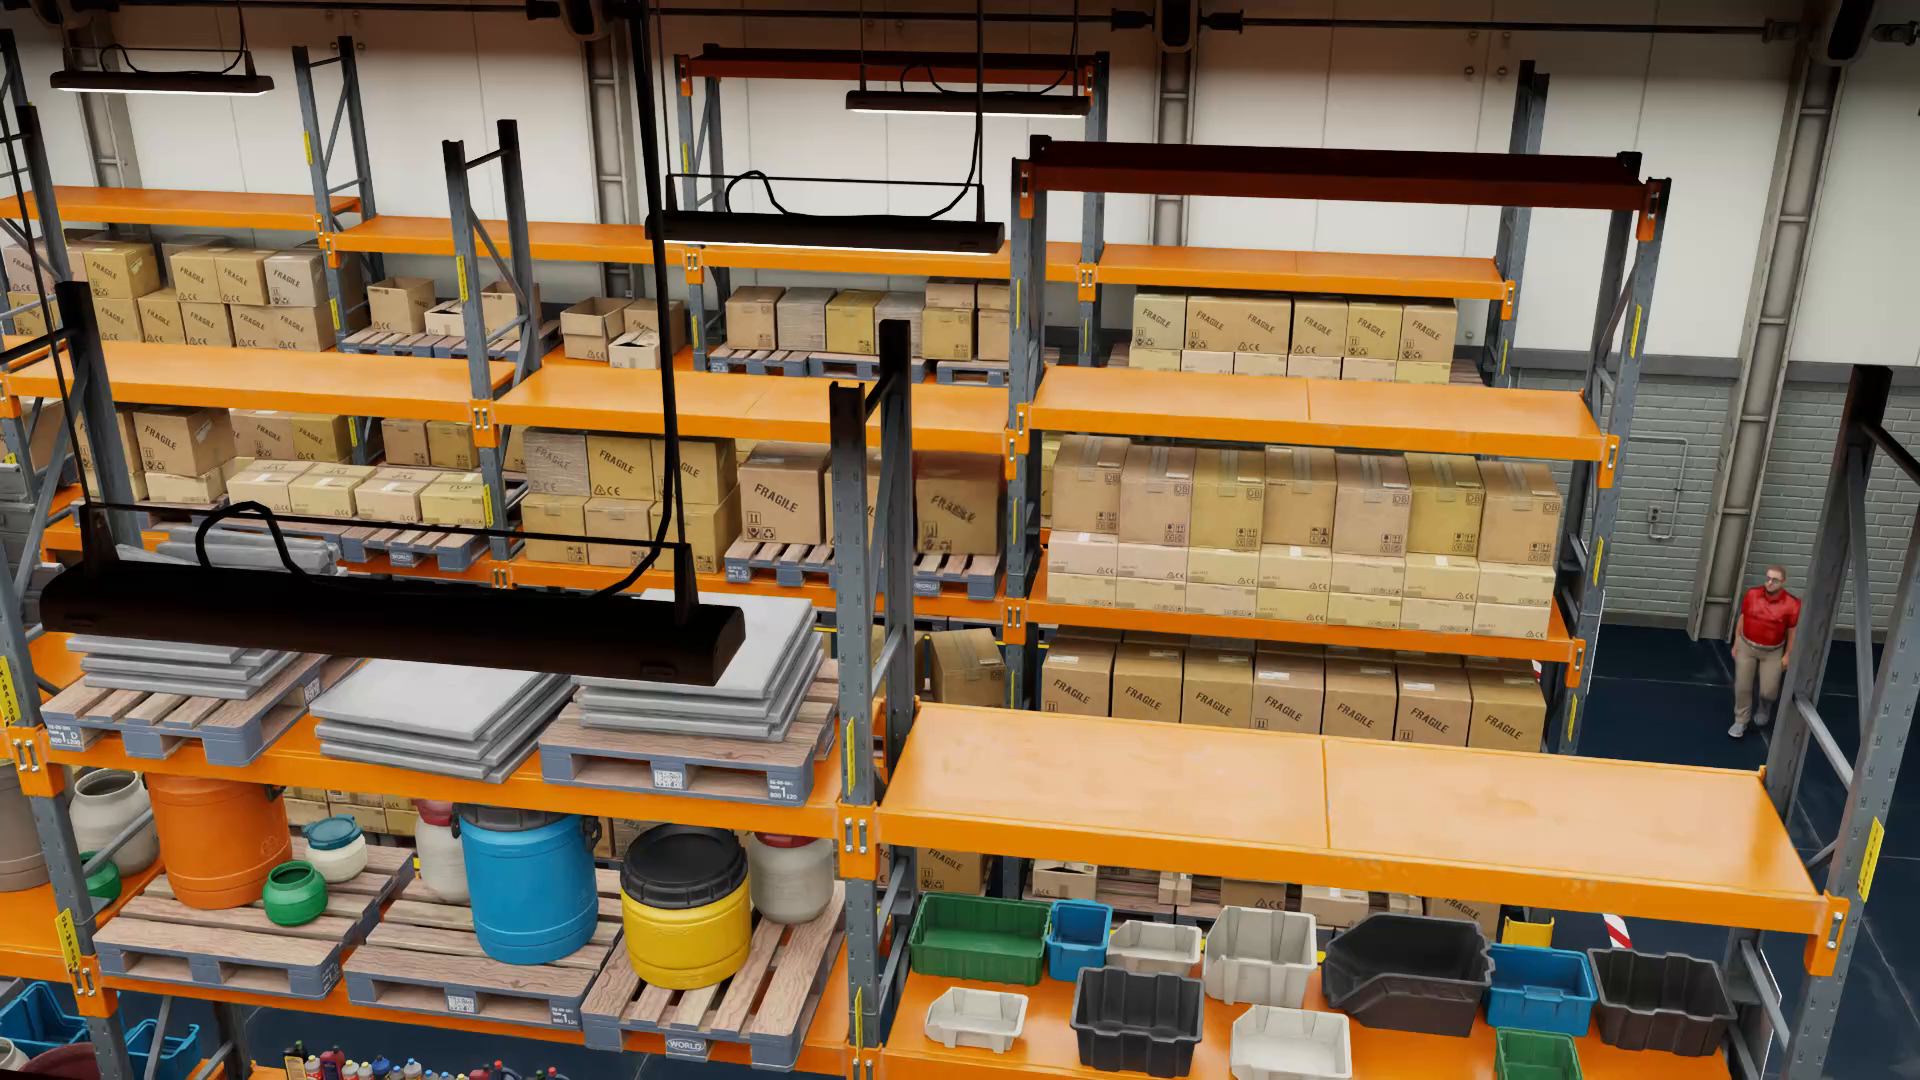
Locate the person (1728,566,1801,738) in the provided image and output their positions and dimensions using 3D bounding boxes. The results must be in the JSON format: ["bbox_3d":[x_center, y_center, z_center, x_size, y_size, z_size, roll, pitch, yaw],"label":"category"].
[{"bbox_3d":[7.583,1.030,15.693,0.532,1.705,0.565,15,27,31],"label":"person"}]
